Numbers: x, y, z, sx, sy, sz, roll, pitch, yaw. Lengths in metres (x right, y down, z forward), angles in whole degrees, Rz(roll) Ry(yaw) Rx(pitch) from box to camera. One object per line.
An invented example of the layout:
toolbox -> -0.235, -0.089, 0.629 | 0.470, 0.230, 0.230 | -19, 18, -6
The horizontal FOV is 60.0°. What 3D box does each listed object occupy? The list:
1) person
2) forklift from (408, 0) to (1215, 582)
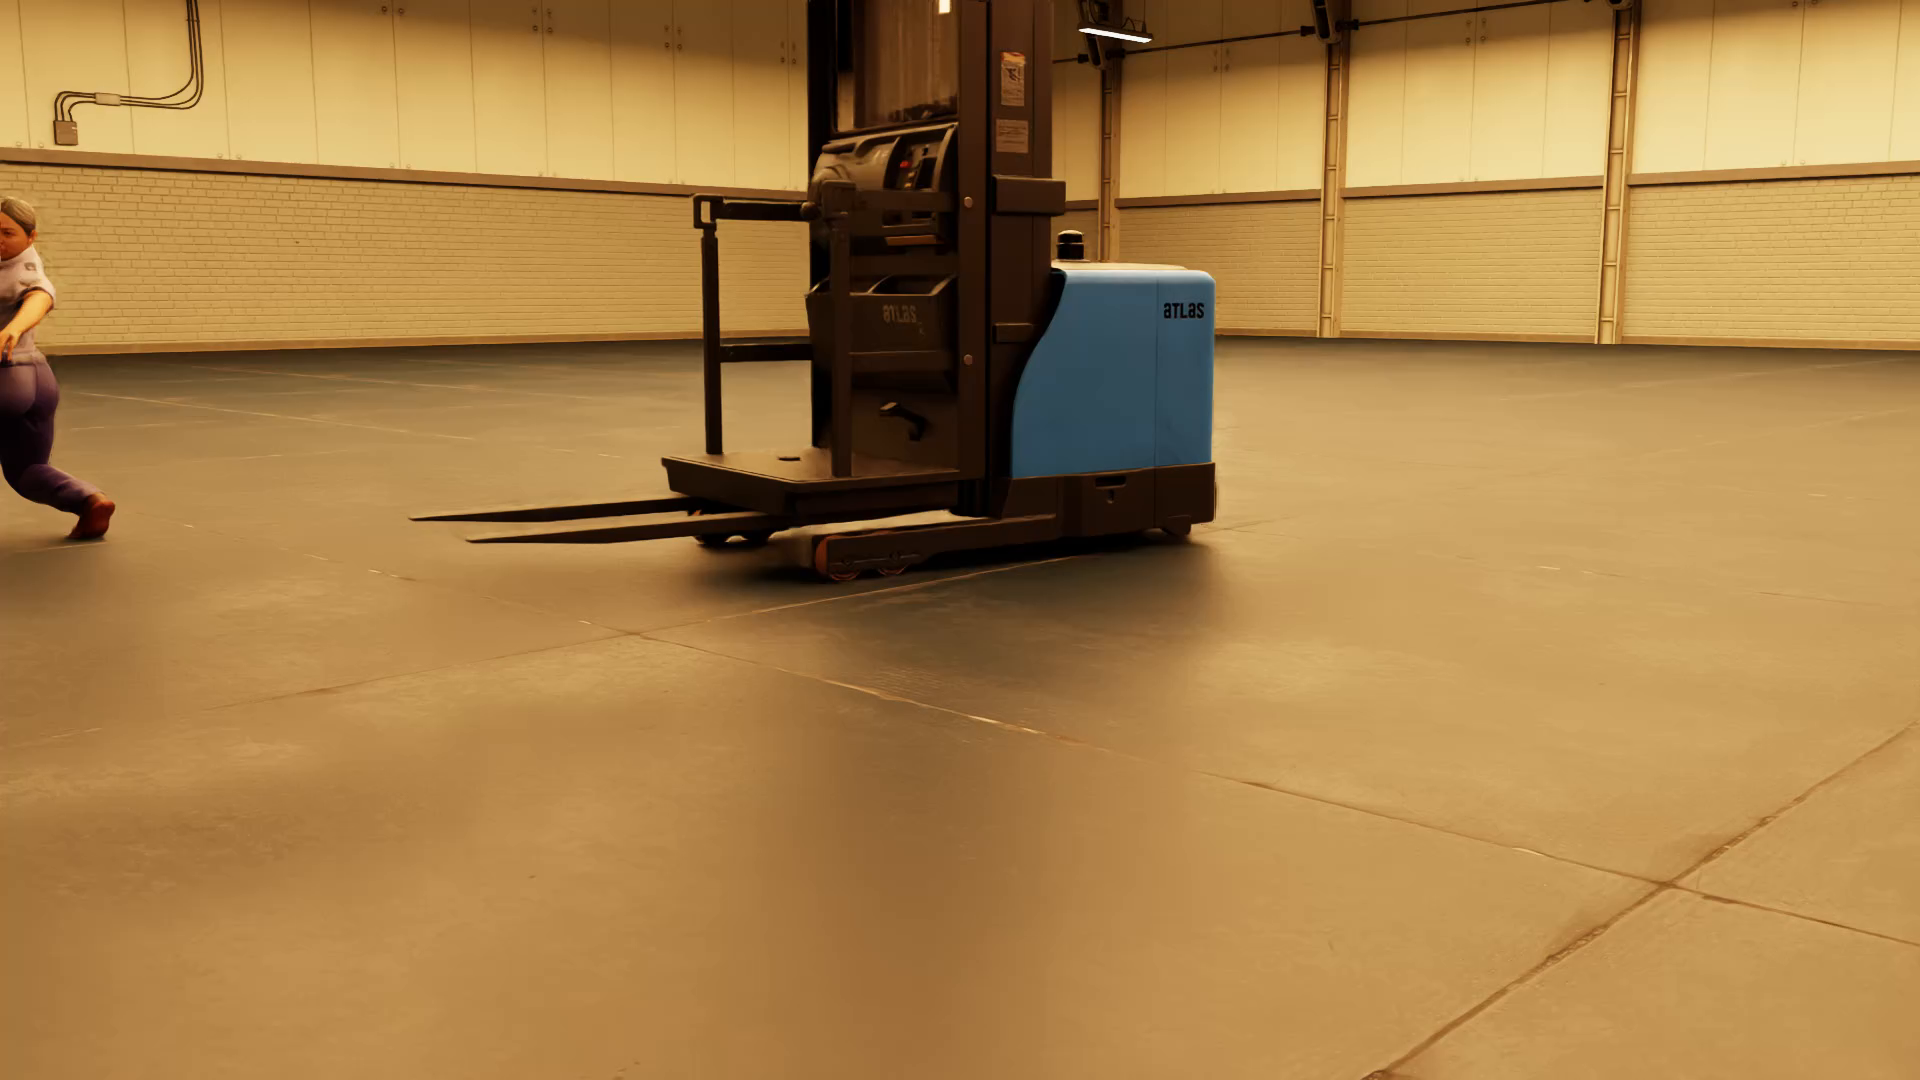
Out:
person -> -3.882, -0.644, 6.490 | 0.933, 1.378, 0.909 | -1, 9, -4
forklift -> -0.470, -1.393, 6.126 | 3.031, 2.935, 1.130 | -6, 10, -34
